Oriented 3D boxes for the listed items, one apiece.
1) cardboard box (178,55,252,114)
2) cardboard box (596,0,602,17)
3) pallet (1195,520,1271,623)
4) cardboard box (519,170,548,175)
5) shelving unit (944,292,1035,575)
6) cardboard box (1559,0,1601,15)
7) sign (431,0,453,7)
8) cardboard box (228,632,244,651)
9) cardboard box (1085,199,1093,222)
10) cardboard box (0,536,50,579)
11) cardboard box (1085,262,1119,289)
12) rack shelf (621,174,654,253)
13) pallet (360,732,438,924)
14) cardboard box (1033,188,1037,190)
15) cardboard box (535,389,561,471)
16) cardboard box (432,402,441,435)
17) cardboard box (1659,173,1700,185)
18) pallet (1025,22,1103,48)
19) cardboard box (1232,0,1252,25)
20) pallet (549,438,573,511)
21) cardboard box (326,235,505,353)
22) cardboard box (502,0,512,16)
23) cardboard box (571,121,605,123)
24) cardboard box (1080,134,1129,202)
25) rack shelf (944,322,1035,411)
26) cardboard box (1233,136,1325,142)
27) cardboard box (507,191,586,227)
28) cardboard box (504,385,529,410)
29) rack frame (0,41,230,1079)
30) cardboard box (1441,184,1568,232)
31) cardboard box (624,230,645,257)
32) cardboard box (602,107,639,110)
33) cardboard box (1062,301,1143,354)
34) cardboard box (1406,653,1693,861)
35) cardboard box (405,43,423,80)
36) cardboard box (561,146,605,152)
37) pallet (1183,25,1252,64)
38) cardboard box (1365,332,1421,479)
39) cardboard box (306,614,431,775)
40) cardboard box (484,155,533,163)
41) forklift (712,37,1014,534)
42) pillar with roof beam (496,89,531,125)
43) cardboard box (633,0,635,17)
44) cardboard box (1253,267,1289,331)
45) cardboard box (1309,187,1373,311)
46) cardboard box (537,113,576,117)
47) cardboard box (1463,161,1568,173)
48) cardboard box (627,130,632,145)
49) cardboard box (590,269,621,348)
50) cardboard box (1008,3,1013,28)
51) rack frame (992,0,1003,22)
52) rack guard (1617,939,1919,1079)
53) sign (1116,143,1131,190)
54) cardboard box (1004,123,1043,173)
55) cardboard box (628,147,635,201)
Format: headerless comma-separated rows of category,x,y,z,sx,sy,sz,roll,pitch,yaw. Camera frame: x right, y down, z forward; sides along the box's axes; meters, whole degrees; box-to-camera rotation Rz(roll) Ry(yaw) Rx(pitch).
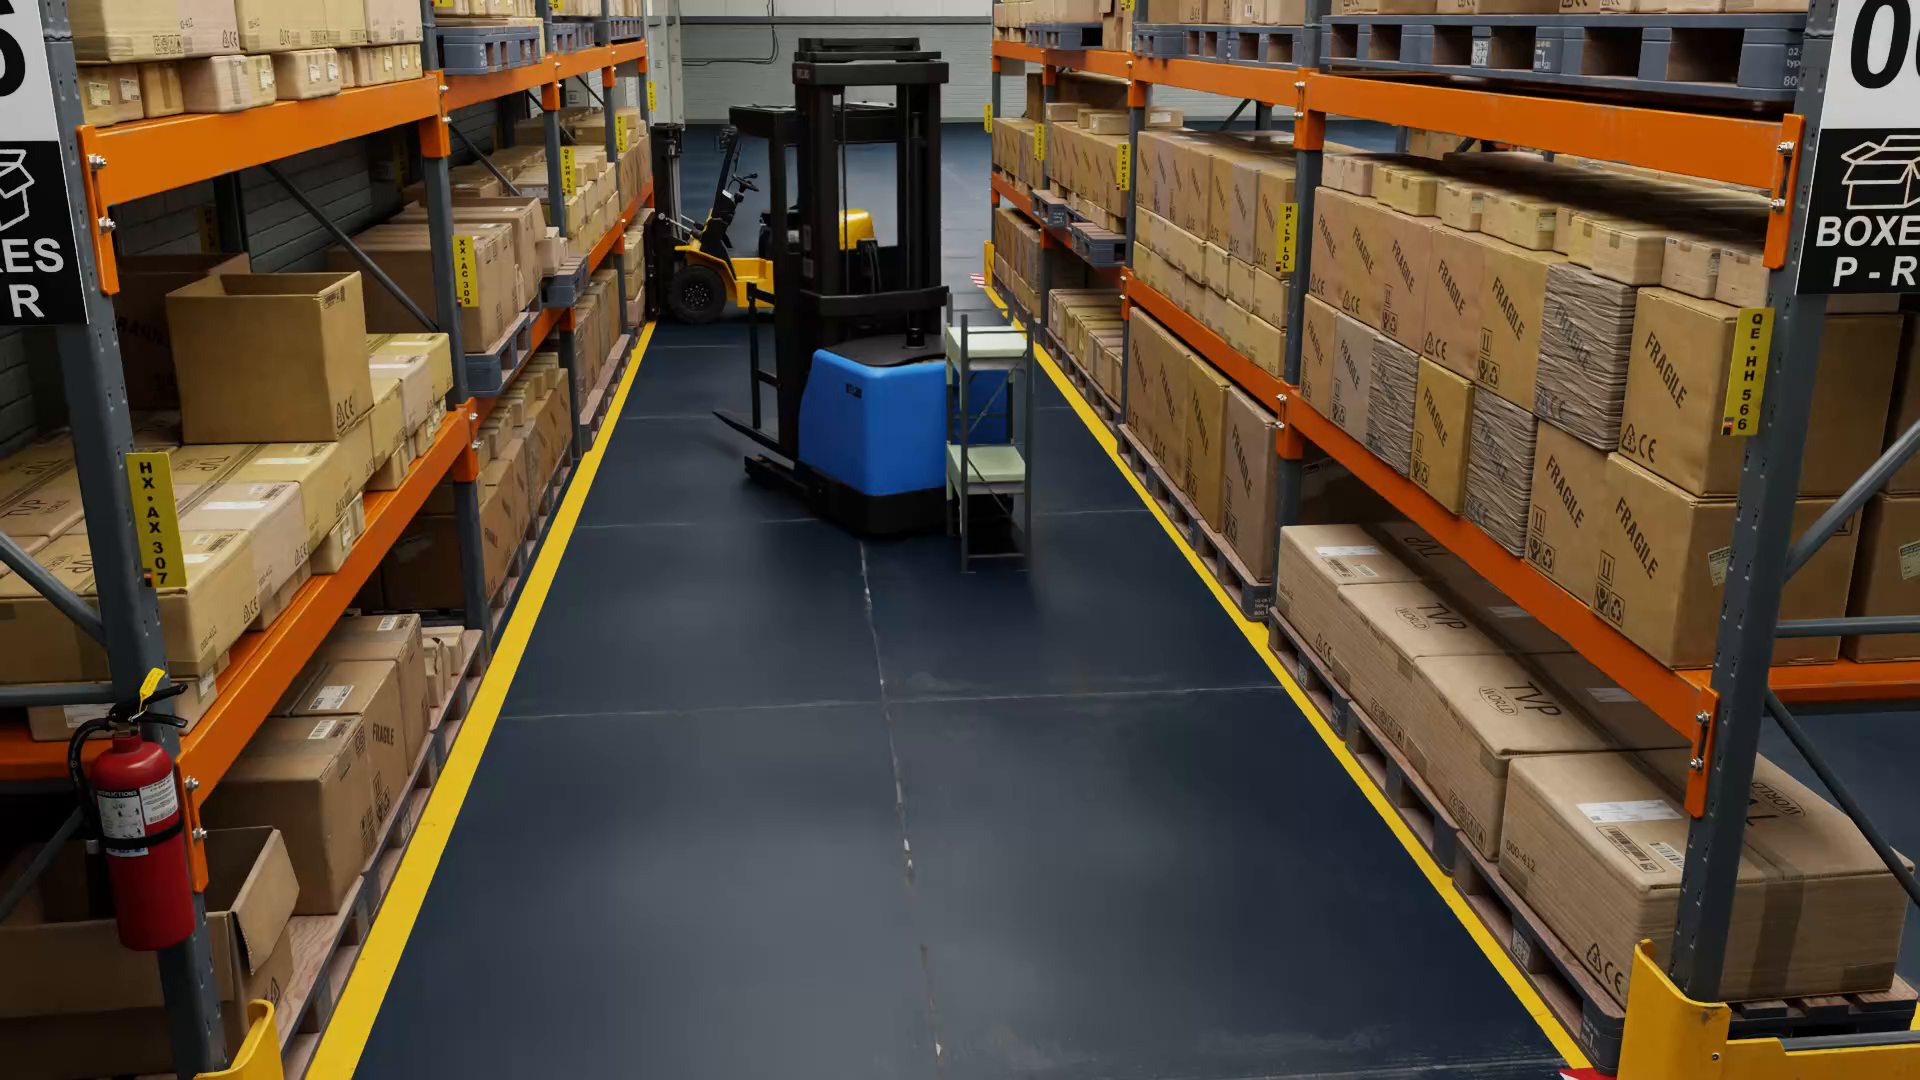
cardboard box,-2.197,-1.259,4.592,0.380,0.149,0.250,-1,17,-4
cardboard box,-3.330,-4.618,14.151,0.500,0.311,0.500,-2,18,-7
pallet,1.960,0.143,9.371,1.003,0.211,1.213,-2,18,-6
cardboard box,-3.095,-2.692,12.493,0.380,0.149,0.250,-2,17,-5
shelving unit,0.163,-0.636,9.700,0.431,1.500,0.755,-2,18,-6
cardboard box,2.468,-2.101,5.818,0.500,0.500,0.500,-1,17,-5
sign,-2.283,-2.503,7.270,0.100,0.325,0.005,-2,18,-6
cardboard box,-2.305,0.248,4.799,0.380,0.149,0.250,-2,18,-6
cardboard box,1.204,-2.631,13.268,0.380,0.149,0.250,-1,17,-5
cardboard box,-2.721,0.187,4.328,0.500,0.250,0.500,-1,17,-4
cardboard box,1.497,-2.774,16.643,0.500,0.500,0.500,-1,17,-3
rack shelf,-3.854,-3.442,17.334,1.077,0.370,4.000,-2,18,-6
pallet,-2.623,1.094,6.342,1.003,0.211,1.213,-2,18,-6
cardboard box,0.920,-3.384,16.369,0.380,0.149,0.250,-1,17,-4
cardboard box,-2.936,-0.737,10.987,0.500,0.500,0.500,-2,18,-6
cardboard box,-2.490,-0.522,7.251,0.380,0.149,0.250,-1,17,-4
cardboard box,6.200,-2.806,13.941,0.500,0.500,0.500,-2,18,-7
pallet,1.247,-4.498,14.803,1.213,0.211,1.003,-2,18,-6
cardboard box,1.770,-3.039,9.531,0.380,0.166,0.250,0,17,-1
pallet,-3.196,-0.444,11.237,1.003,0.211,1.213,-2,18,-6
cardboard box,-2.650,-1.205,8.139,0.700,0.500,0.500,-1,17,-4
cardboard box,-2.583,-2.847,8.780,0.380,0.149,0.250,-1,17,-4
cardboard box,-3.537,-3.943,15.983,0.380,0.149,0.250,-2,18,-7
cardboard box,1.261,-2.973,13.274,0.500,0.500,0.500,-3,18,-9
rack shelf,0.163,-1.009,9.583,0.431,0.370,0.720,-2,18,-6
cardboard box,2.077,-2.378,10.908,0.500,0.500,0.500,-1,17,-5
cardboard box,-3.088,-2.453,12.400,0.500,0.250,0.500,-1,17,-4
cardboard box,-2.881,-0.861,10.301,0.380,0.149,0.250,-2,18,-6
rack frame,-2.410,0.386,3.940,1.000,3.000,0.127,-2,18,-6
cardboard box,2.027,-1.238,6.194,0.380,0.149,0.250,-2,18,-5
cardboard box,-3.491,-3.009,16.974,0.500,0.250,0.500,-1,17,-4
cardboard box,-3.757,-4.707,18.417,0.380,0.149,0.250,-2,18,-6
cardboard box,1.423,-1.920,14.971,0.950,0.372,0.625,-1,17,-2
cardboard box,2.257,0.788,6.237,0.875,0.438,0.875,-1,17,-4
cardboard box,-2.491,-2.019,7.012,0.380,0.149,0.250,-2,18,-6
cardboard box,-3.391,-3.452,14.914,0.380,0.149,0.250,-1,17,-4
pallet,1.939,-2.970,9.936,1.003,0.211,1.213,-1,17,-3
cardboard box,1.995,-0.562,6.791,0.500,0.500,0.500,-2,18,-5
cardboard box,-2.535,0.628,6.642,0.700,0.500,0.500,-2,18,-8
cardboard box,-3.777,-3.129,13.885,0.380,0.149,0.250,-2,18,-6
forklift,-0.831,-1.824,11.095,1.130,2.935,3.031,-10,20,-28
pillar with roof beam,-0.603,-7.141,17.900,9.100,9.000,0.400,-2,18,-6
cardboard box,-3.646,-5.683,17.620,0.396,0.266,0.258,-2,18,-5
cardboard box,1.827,-1.251,8.570,0.500,0.250,0.500,-2,18,-6
cardboard box,1.923,-1.336,7.588,0.500,0.500,0.500,-2,18,-5
cardboard box,-4.211,-4.383,17.384,0.380,0.149,0.250,-2,18,-7
cardboard box,2.398,-1.556,7.207,0.380,0.149,0.250,-2,18,-6
cardboard box,-3.558,-4.111,17.014,0.380,0.149,0.250,-2,18,-7
cardboard box,-3.583,-2.102,15.127,0.875,0.625,0.625,-1,17,-3
cardboard box,0.784,-5.575,17.674,0.500,0.250,0.500,-1,17,-4
rack frame,0.877,-7.398,18.717,1.000,3.000,0.127,-2,18,-6
rack guard,2.530,1.431,4.784,1.175,0.500,0.348,-2,18,-6
sign,1.163,-2.647,11.800,0.100,0.325,0.005,-2,18,-6
cardboard box,0.760,-4.269,18.105,0.500,0.500,0.500,-2,18,-7
cardboard box,-3.557,-3.683,16.733,0.500,0.500,0.500,-2,18,-6
